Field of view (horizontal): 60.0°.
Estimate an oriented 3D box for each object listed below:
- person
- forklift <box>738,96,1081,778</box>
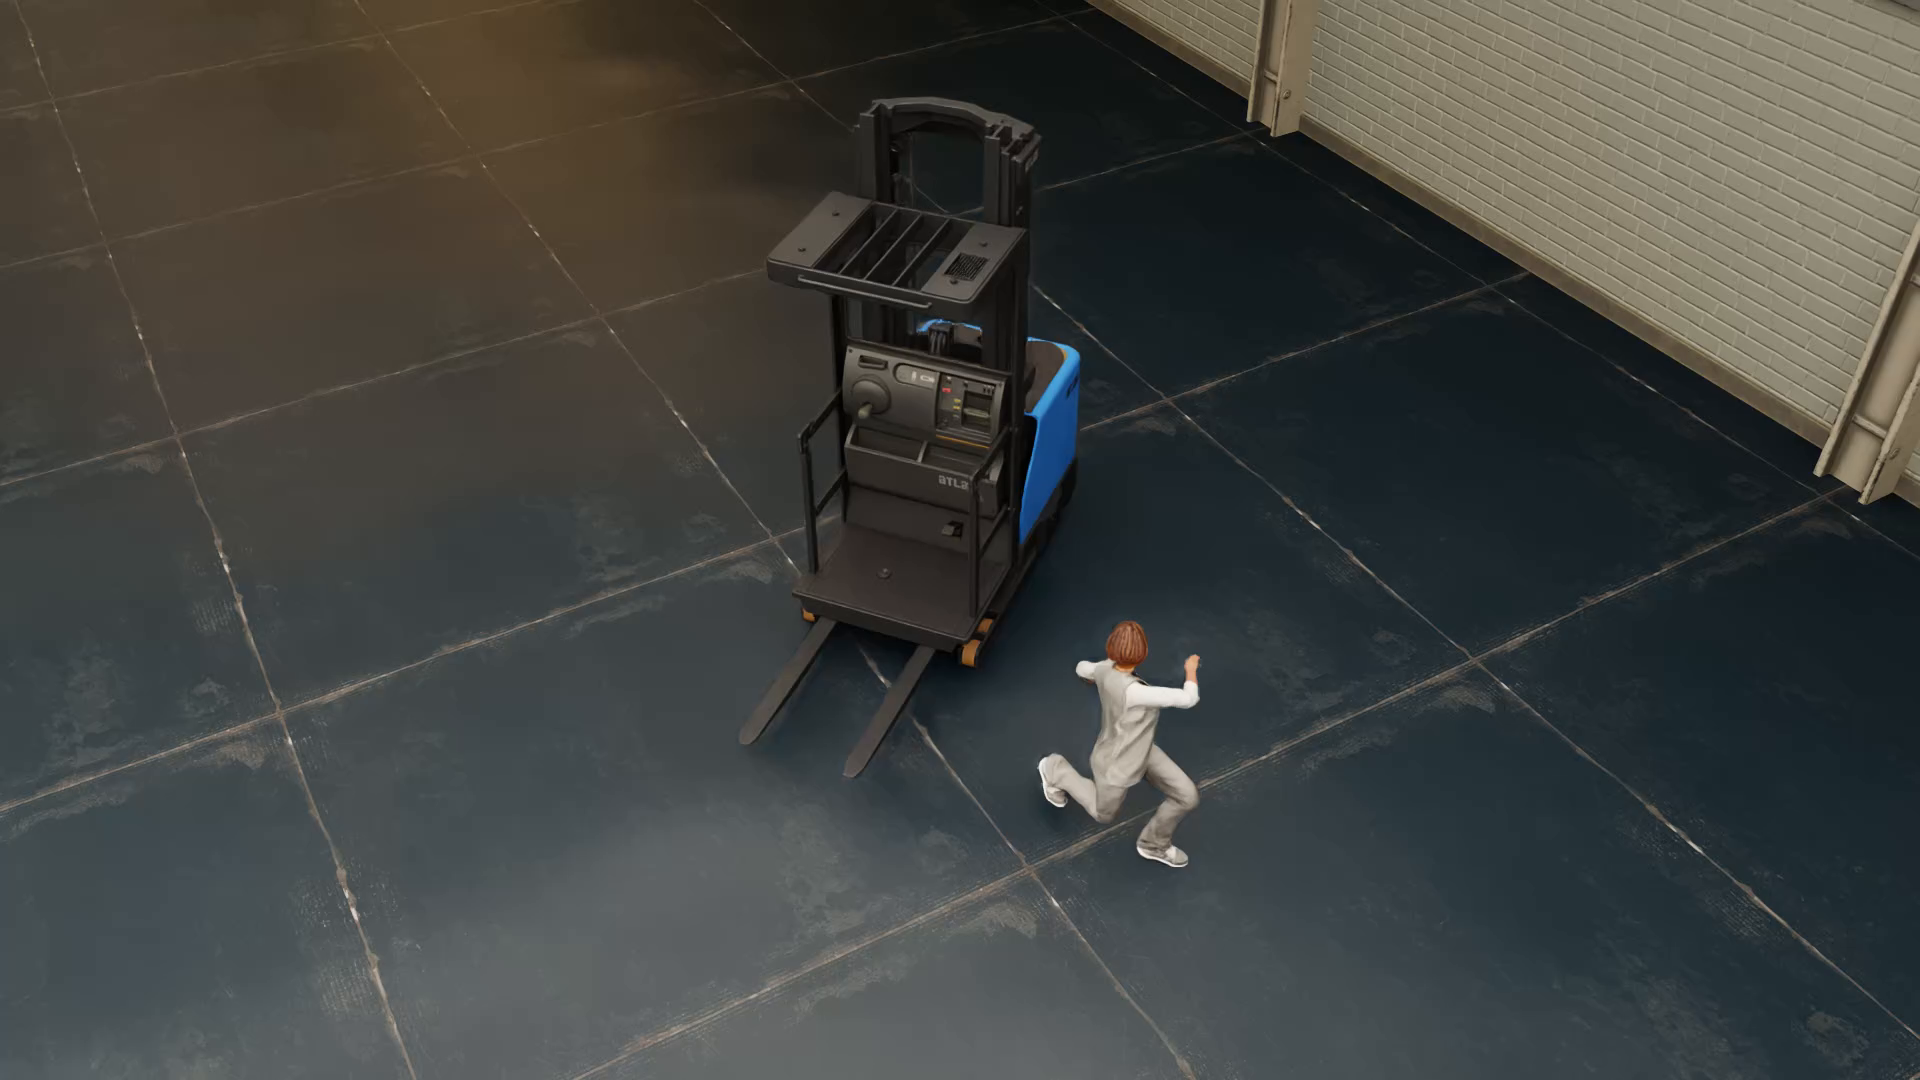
[{"bbox_3d":[0.810,0.918,8.166,0.870,1.371,0.650,14,42,17],"label":"person"},{"bbox_3d":[-0.281,-0.712,8.895,1.130,2.935,3.031,15,42,17],"label":"forklift"}]
